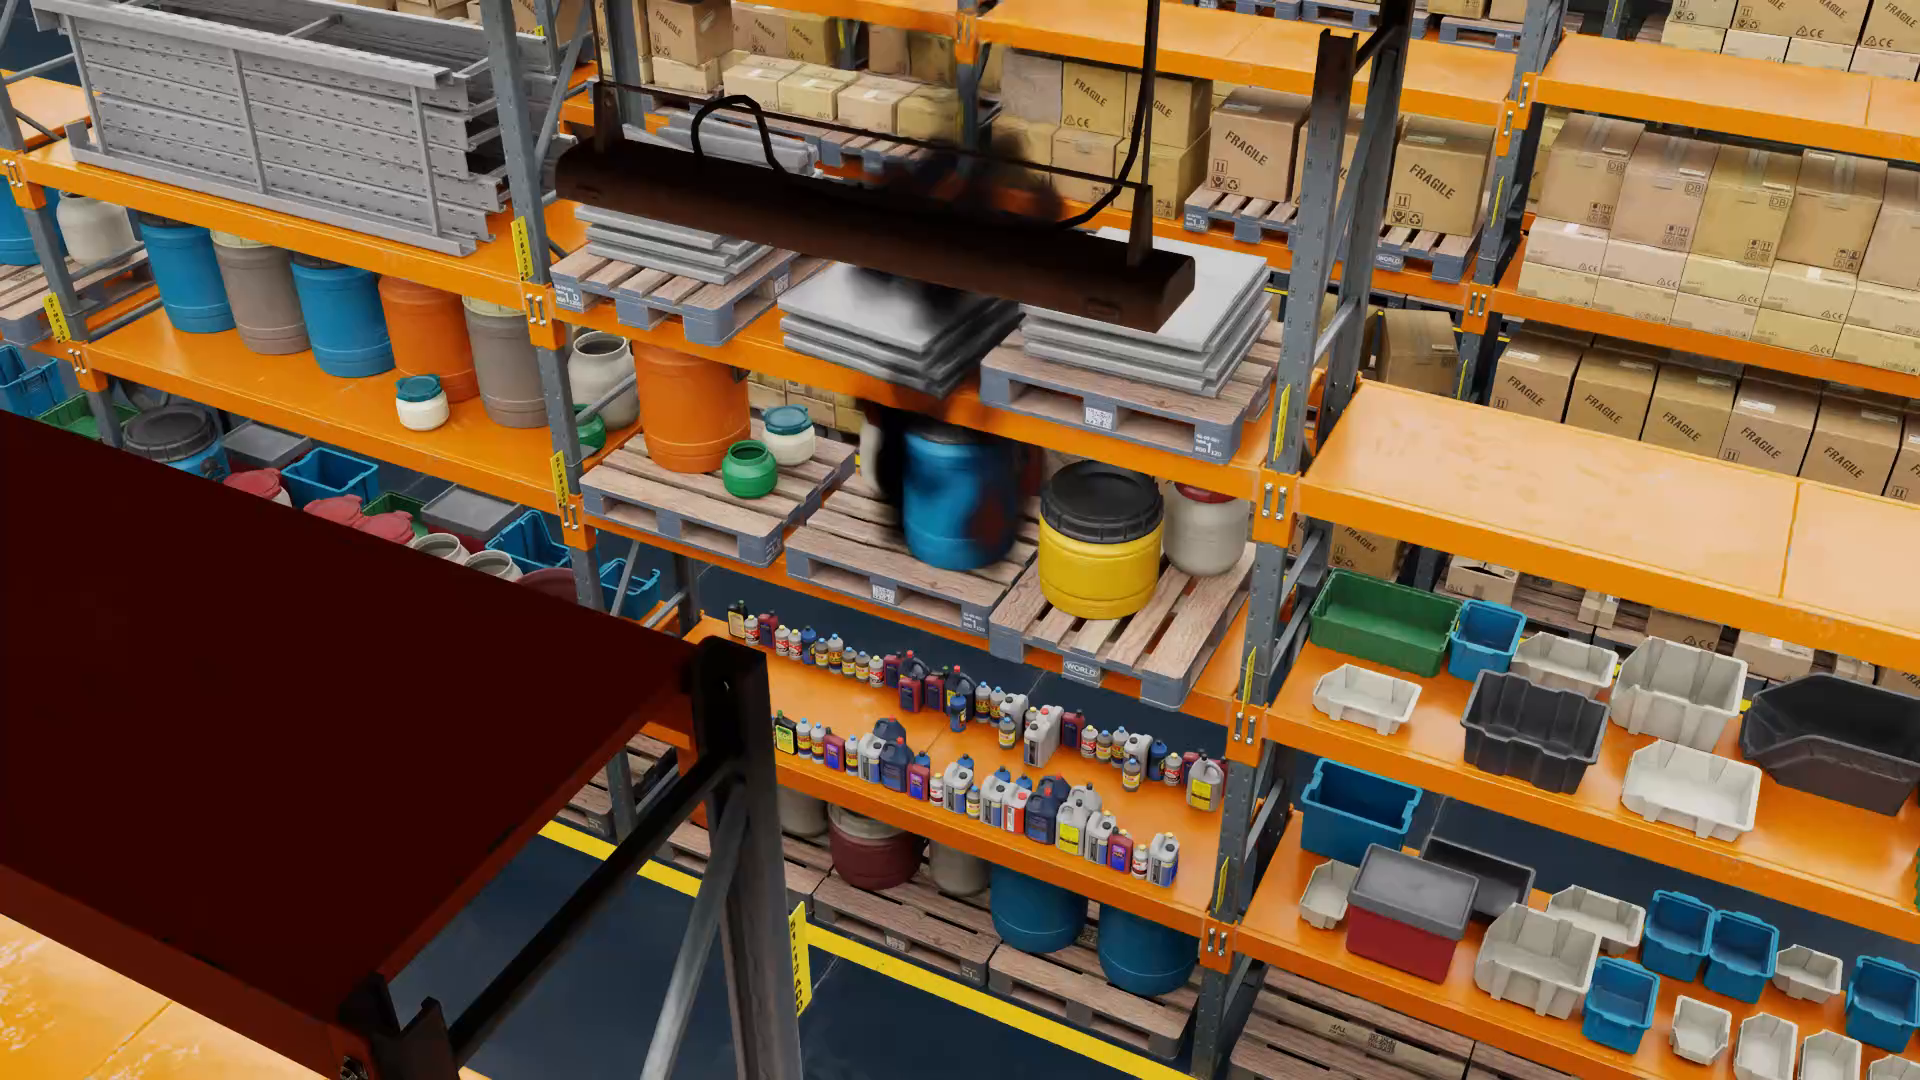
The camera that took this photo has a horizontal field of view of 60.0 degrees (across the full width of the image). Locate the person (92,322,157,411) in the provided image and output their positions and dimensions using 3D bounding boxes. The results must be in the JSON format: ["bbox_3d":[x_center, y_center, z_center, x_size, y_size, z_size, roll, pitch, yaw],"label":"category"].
[{"bbox_3d":[-7.417,-1.521,14.564,0.853,1.675,0.576,16,38,21],"label":"person"}]
